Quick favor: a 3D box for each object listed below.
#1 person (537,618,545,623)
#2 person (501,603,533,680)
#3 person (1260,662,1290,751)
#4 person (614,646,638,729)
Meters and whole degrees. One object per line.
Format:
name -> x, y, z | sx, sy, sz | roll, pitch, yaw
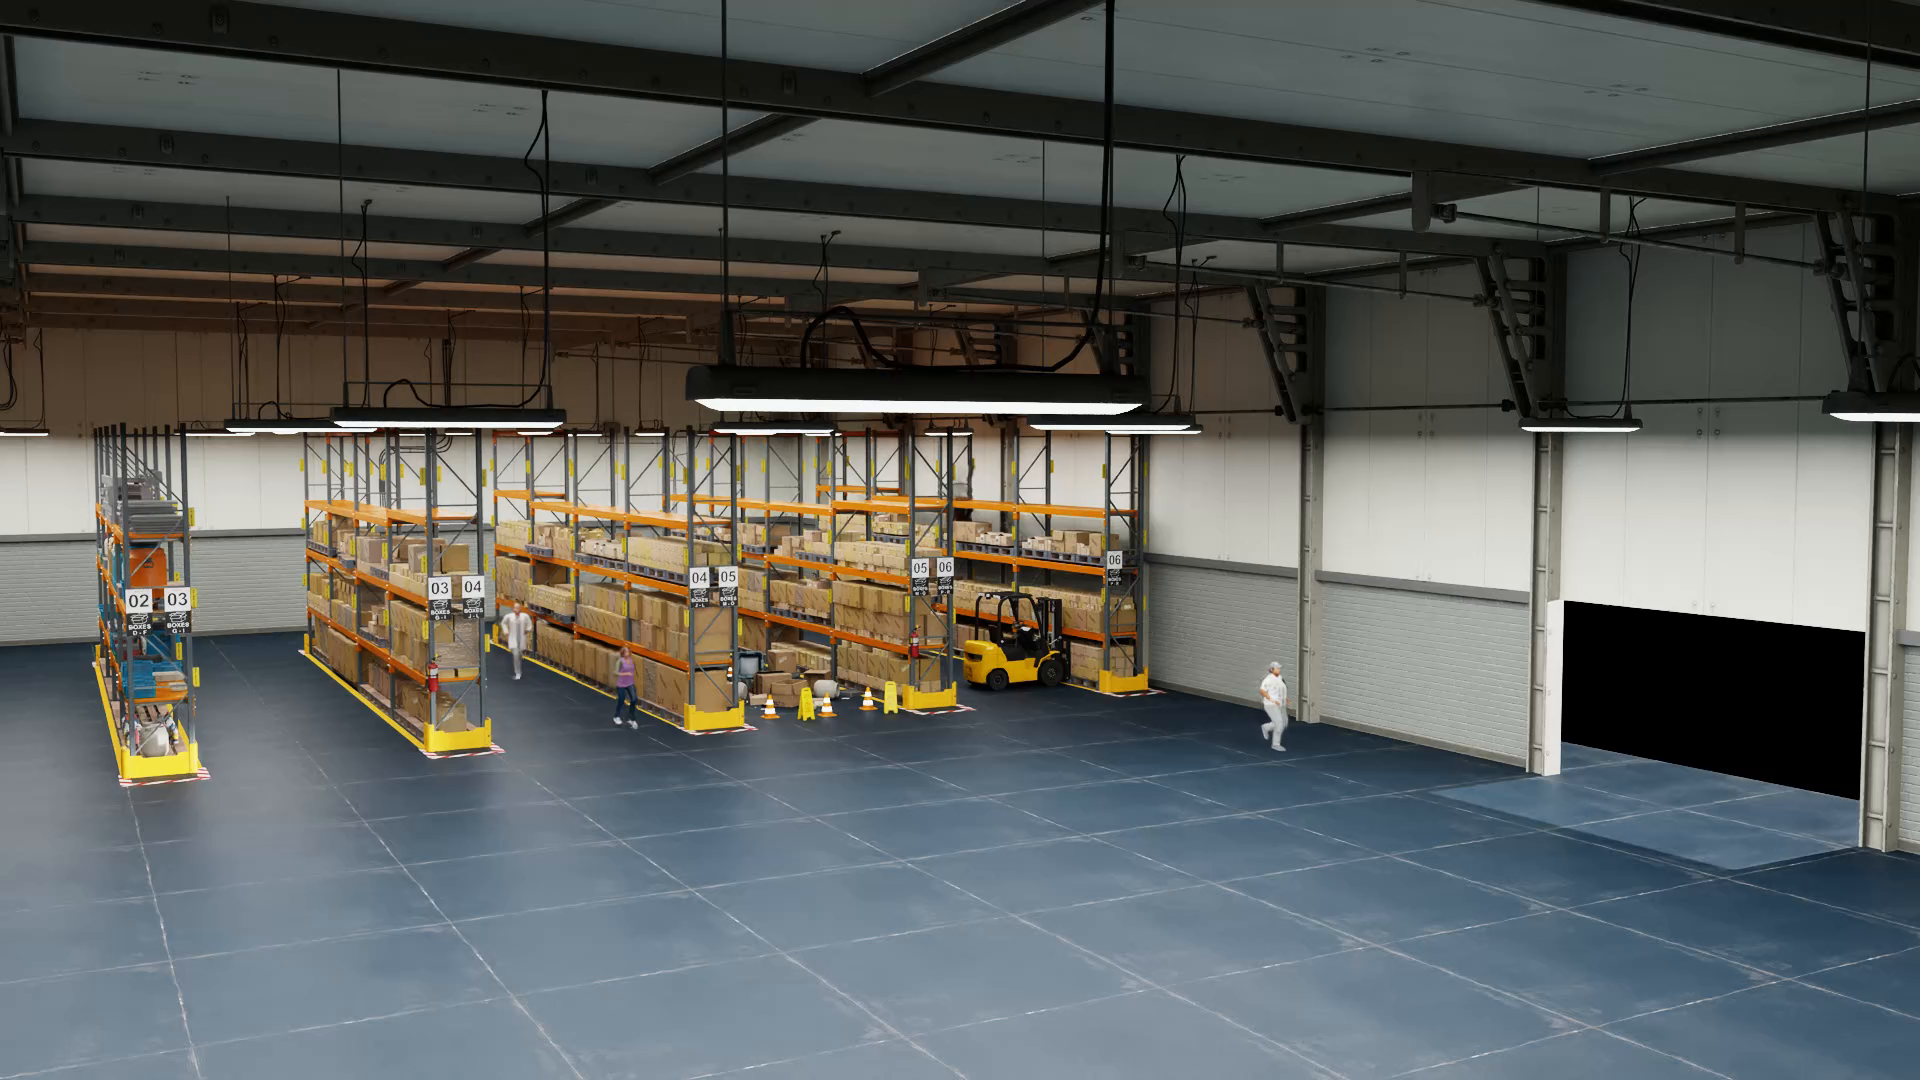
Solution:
person -> -12.345, 1.940, 48.712 | 0.576, 1.660, 0.600 | -2, 4, -30
person -> -10.636, 2.414, 39.994 | 0.712, 1.799, 0.993 | -2, 4, -25
person -> 5.782, 3.061, 30.765 | 0.592, 1.632, 0.608 | 3, 5, 43
person -> -6.663, 2.919, 33.012 | 0.525, 1.637, 0.729 | -3, 5, -41
